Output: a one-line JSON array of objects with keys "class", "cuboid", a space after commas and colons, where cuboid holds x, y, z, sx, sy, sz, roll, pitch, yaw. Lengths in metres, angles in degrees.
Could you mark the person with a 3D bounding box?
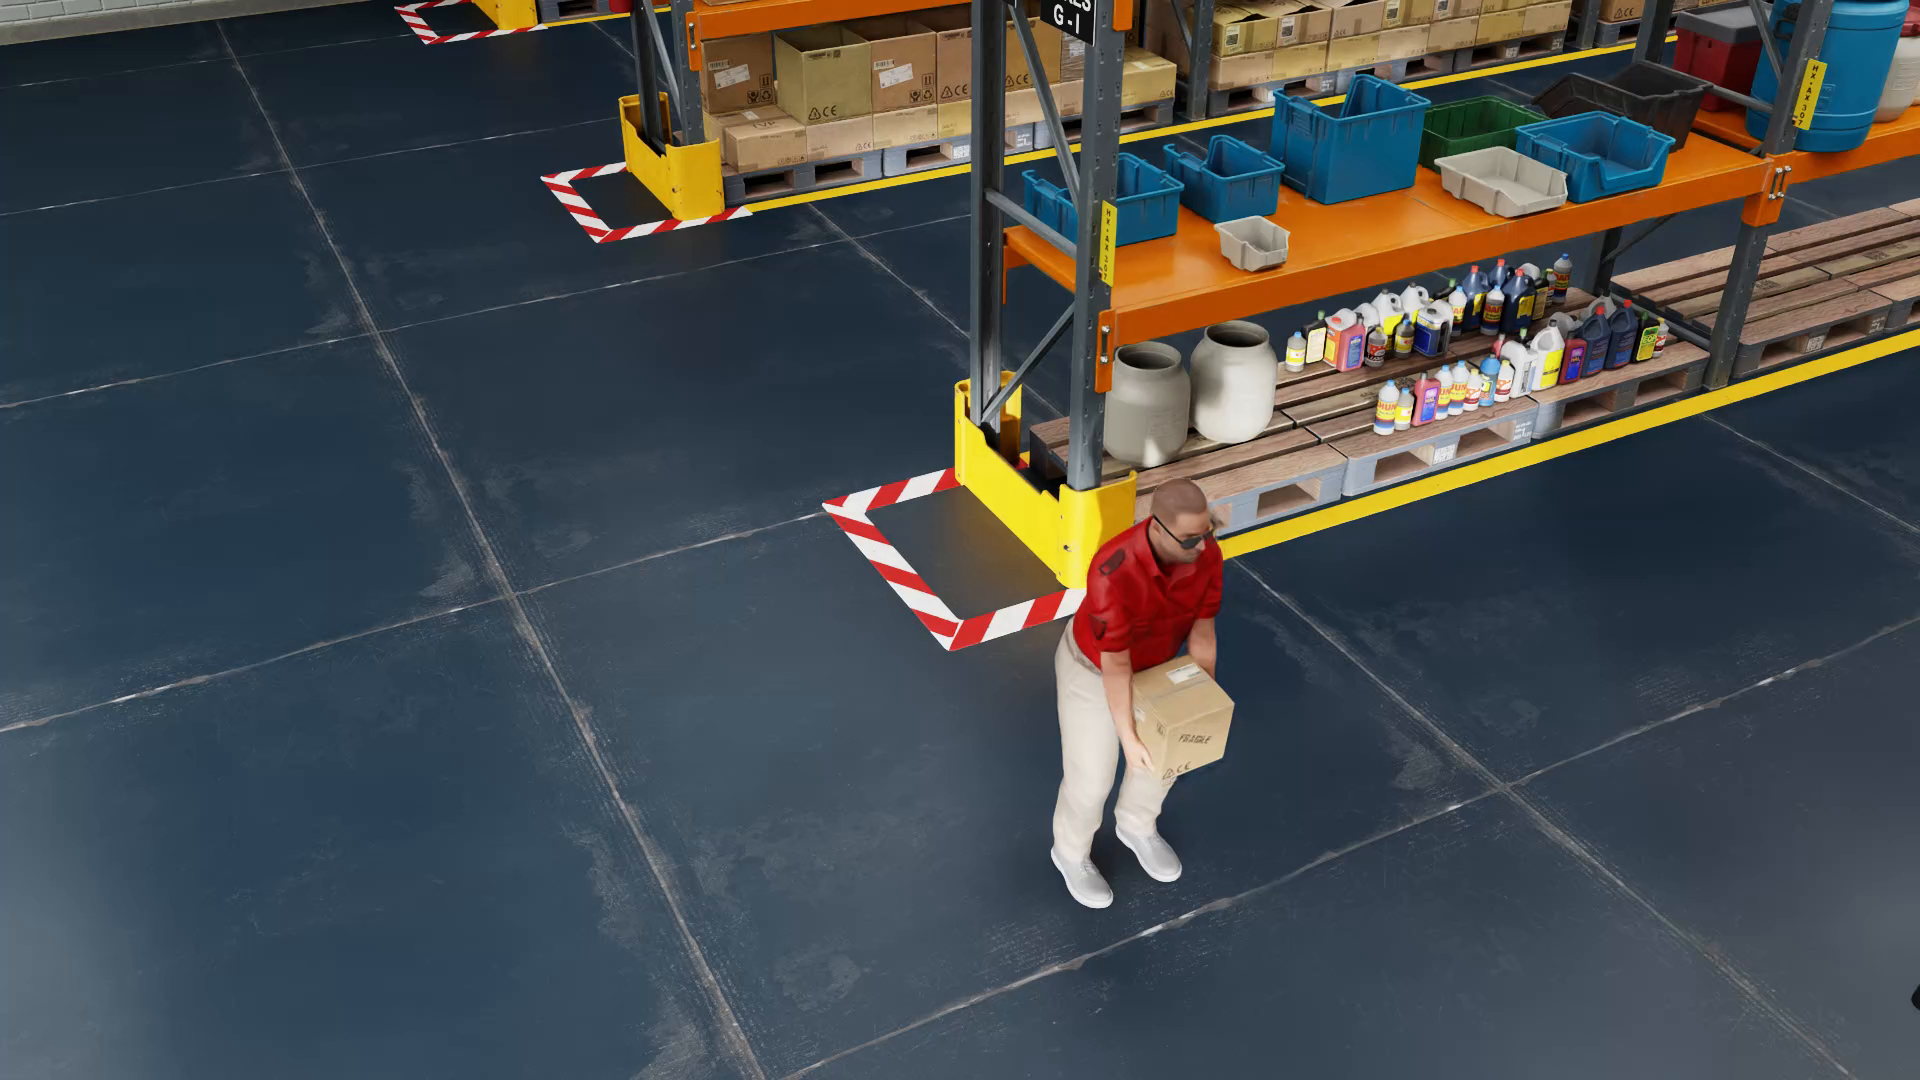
[{"class": "person", "cuboid": [0.596, 0.491, 5.442, 0.481, 1.684, 0.590, -17, 36, -24]}]
